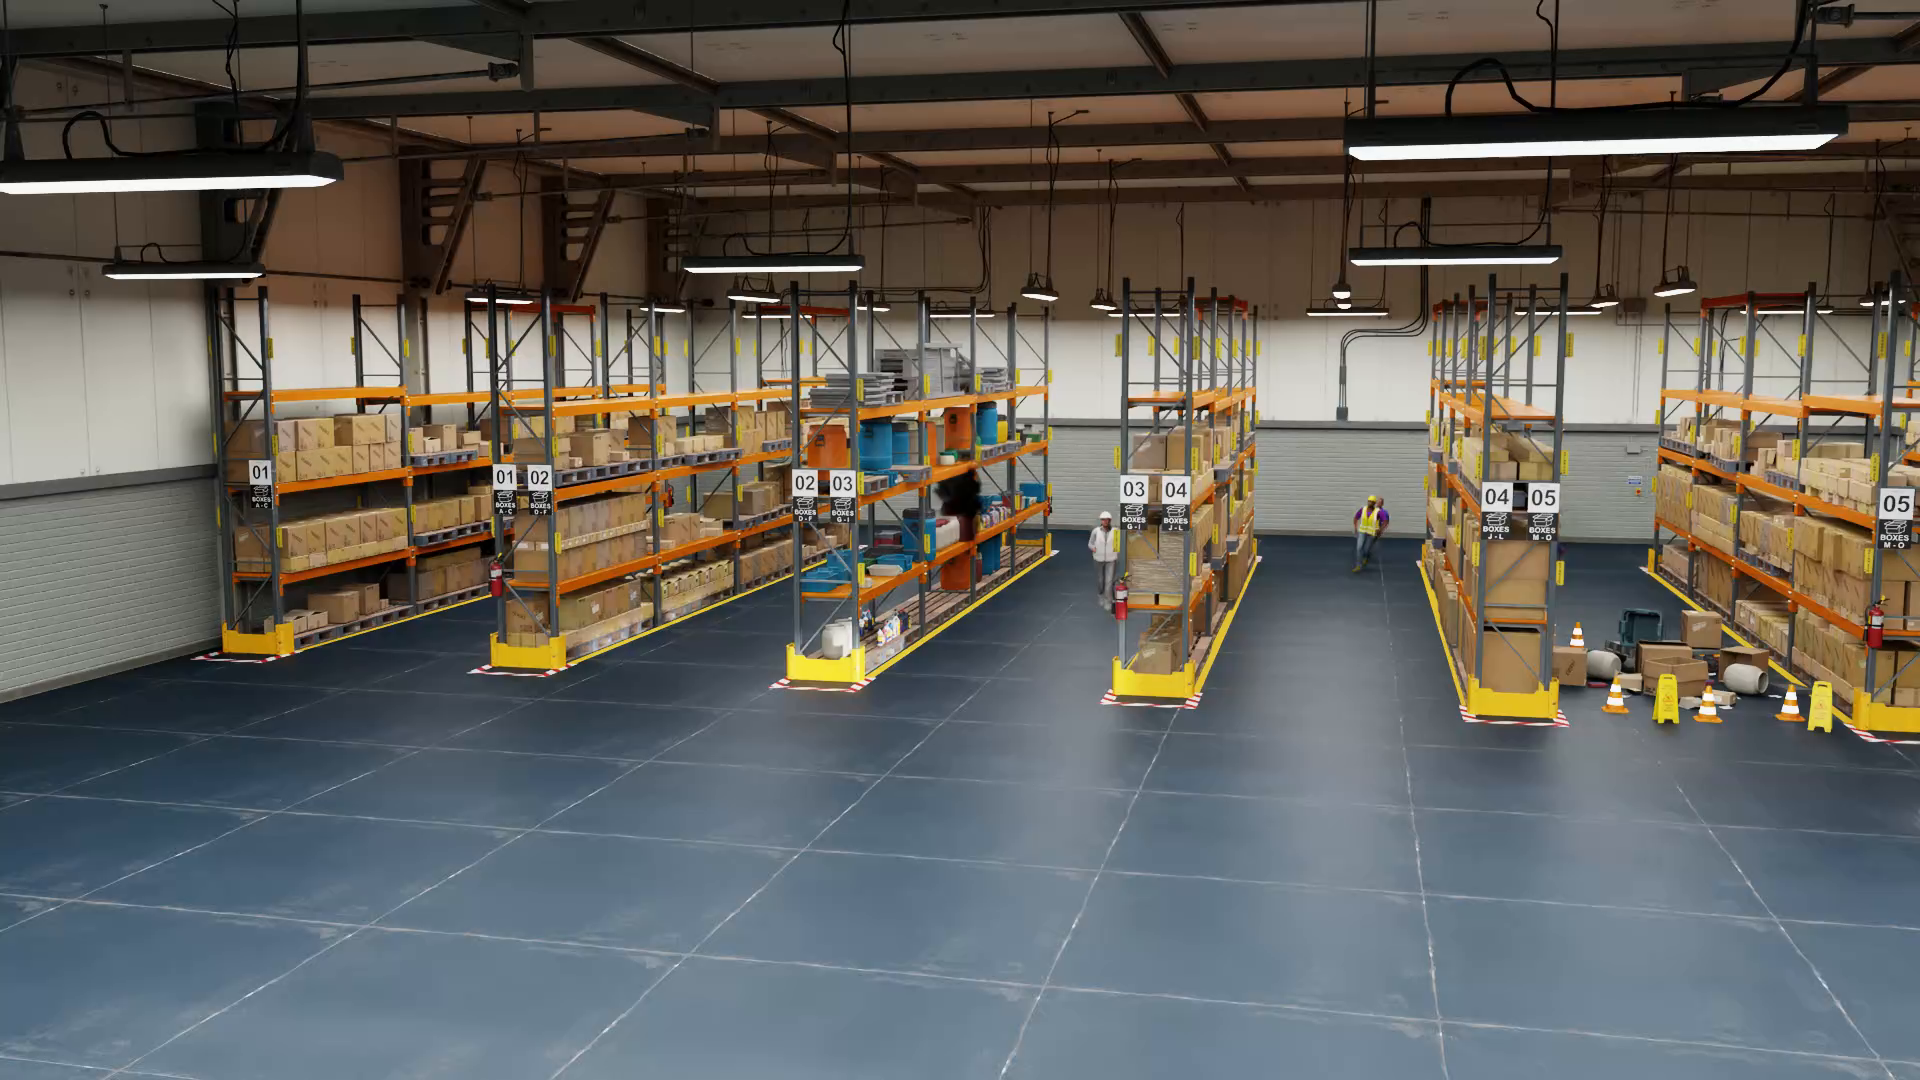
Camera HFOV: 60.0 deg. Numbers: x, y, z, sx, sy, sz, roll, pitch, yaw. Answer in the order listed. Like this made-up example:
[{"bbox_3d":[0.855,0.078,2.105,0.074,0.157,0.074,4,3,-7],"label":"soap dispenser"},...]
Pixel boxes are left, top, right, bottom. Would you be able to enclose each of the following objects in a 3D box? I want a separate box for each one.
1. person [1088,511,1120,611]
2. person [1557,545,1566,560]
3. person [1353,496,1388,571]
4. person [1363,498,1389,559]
[{"bbox_3d":[2.652,0.365,30.275,0.646,1.795,0.859,1,7,6],"label":"person"},{"bbox_3d":[13.777,-0.279,39.053,0.824,1.602,0.620,1,7,13],"label":"person"},{"bbox_3d":[9.258,-0.161,37.601,0.773,1.711,0.747,4,7,28],"label":"person"},{"bbox_3d":[9.701,-0.236,39.114,0.500,1.518,0.731,-5,9,-40],"label":"person"}]
